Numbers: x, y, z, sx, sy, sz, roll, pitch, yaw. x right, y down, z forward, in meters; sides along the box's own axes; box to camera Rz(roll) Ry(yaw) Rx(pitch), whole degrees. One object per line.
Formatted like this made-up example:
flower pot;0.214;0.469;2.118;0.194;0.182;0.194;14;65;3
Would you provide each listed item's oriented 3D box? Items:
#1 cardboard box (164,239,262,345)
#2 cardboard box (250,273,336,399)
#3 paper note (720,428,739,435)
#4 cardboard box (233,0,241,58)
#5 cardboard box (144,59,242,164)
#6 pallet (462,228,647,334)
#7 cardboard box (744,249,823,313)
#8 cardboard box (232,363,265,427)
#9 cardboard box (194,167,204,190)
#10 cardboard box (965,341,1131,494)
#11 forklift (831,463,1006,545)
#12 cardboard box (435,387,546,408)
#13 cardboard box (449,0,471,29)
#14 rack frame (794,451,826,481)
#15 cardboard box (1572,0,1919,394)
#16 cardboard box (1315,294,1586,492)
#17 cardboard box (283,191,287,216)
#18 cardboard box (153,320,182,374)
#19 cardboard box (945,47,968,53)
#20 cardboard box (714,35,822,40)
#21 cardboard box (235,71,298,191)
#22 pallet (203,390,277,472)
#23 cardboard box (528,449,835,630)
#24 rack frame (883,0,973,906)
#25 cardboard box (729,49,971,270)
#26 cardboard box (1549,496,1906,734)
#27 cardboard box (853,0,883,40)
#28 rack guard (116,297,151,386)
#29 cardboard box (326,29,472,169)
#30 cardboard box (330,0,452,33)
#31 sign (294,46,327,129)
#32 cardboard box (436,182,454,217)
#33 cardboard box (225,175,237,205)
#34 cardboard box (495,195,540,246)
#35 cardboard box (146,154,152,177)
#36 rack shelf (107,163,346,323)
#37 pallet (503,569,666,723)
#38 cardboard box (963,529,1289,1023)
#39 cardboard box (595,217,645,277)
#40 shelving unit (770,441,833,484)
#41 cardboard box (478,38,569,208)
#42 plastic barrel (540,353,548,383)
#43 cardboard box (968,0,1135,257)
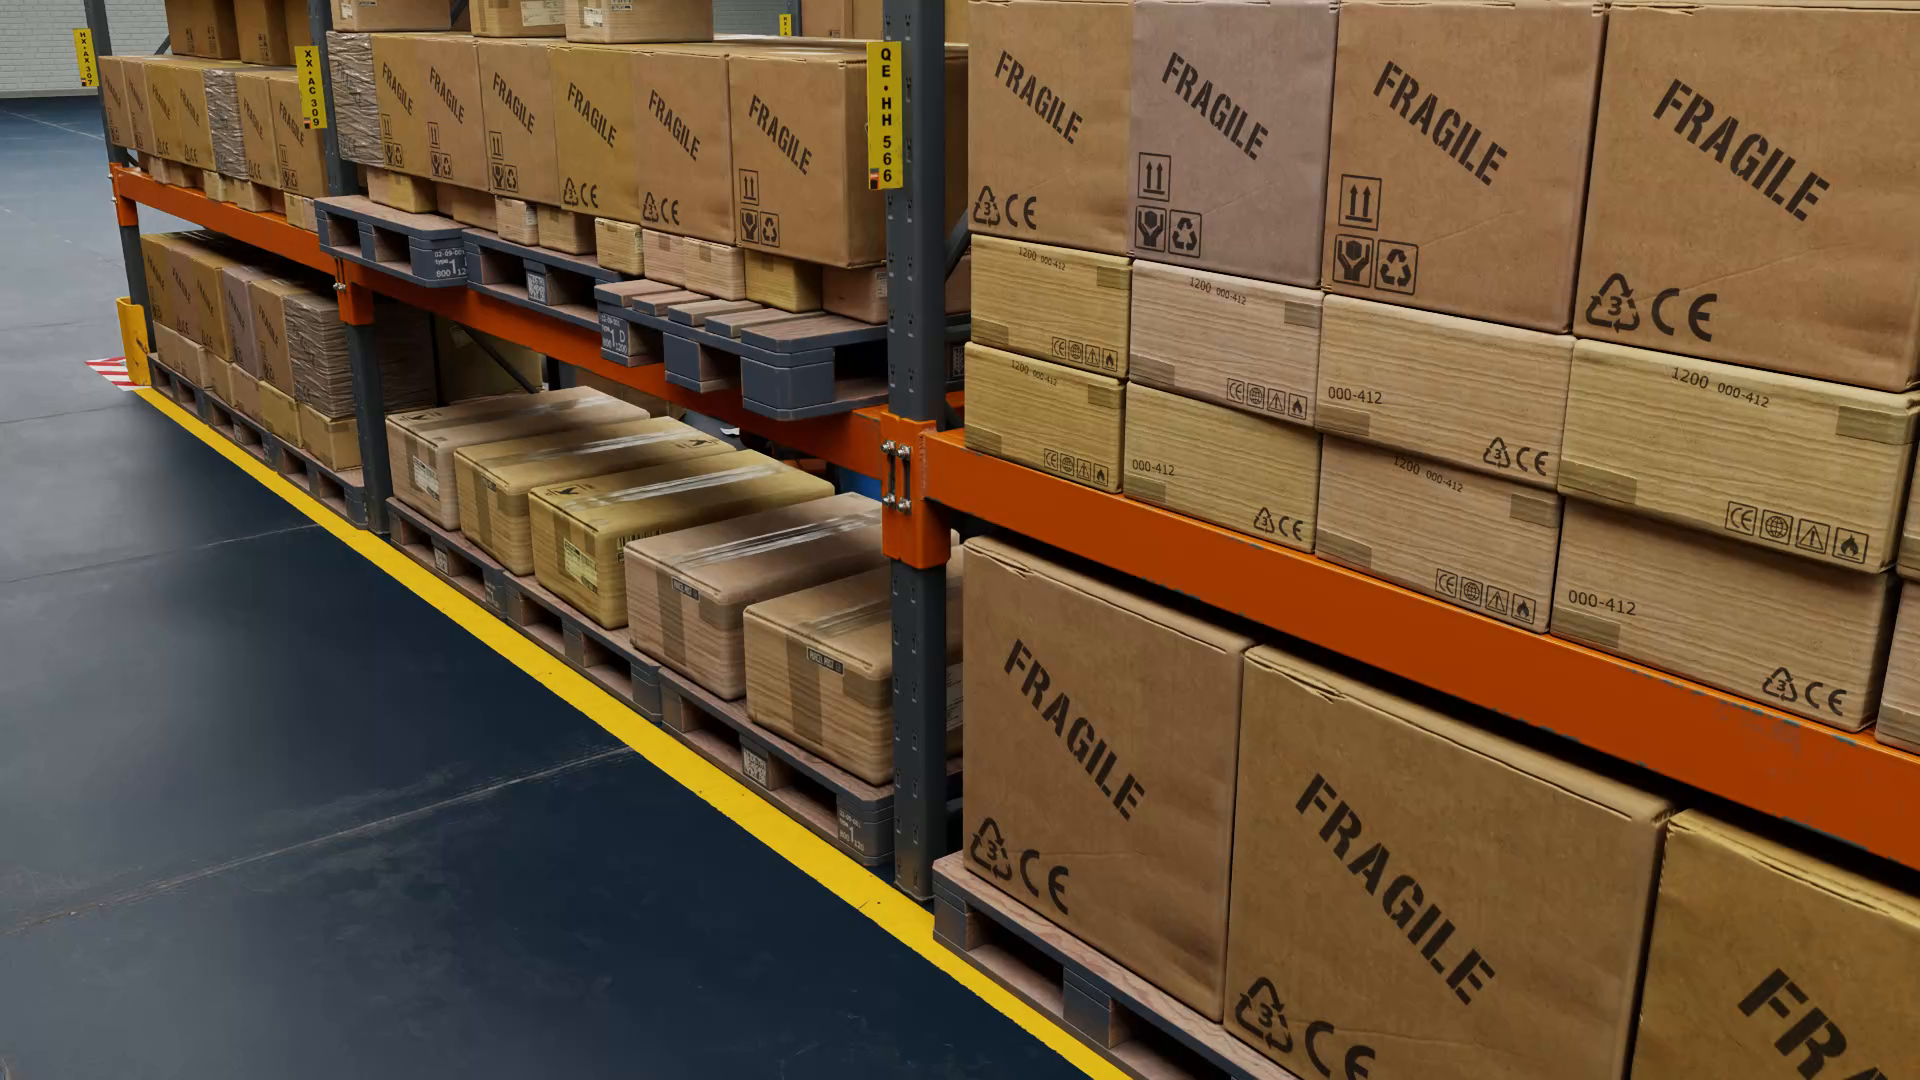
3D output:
cardboard box;-4.088;-1.398;9.326;0.500;0.500;0.500;-15;24;-38
cardboard box;-3.127;-1.017;8.176;0.500;0.500;0.500;-13;23;-35
paper note;-1.224;-0.603;9.135;0.148;0.019;0.142;-14;23;-36
cardboard box;-3.522;-2.883;9.074;0.700;0.500;0.500;-14;23;-37
cardboard box;-3.998;-2.300;8.905;0.500;0.500;0.500;-15;23;-37
pallet;-1.010;-0.952;5.771;1.003;0.211;1.213;-14;23;-36
cardboard box;-0.360;-0.730;4.527;0.380;0.149;0.250;-14;23;-35
cardboard box;-3.461;-0.792;8.688;0.500;0.250;0.500;-14;23;-35
cardboard box;-3.878;-1.968;8.935;0.380;0.149;0.250;-13;22;-34
cardboard box;0.358;-0.322;3.803;0.500;0.250;0.500;-14;23;-37
forklift;0.964;-1.432;7.023;3.031;2.935;1.130;-2;18;-7
cardboard box;-2.387;-0.641;8.233;0.500;0.250;0.500;-15;24;-39
cardboard box;-2.335;-2.363;7.504;0.700;0.500;0.500;-14;23;-37
rack frame;-0.699;-0.582;7.211;0.240;1.200;0.006;-3;19;-8
cardboard box;1.301;-0.540;2.473;0.500;0.500;0.500;-14;23;-35
cardboard box;0.992;-0.304;2.951;0.500;0.250;0.500;-14;23;-36
cardboard box;-2.932;-1.589;7.789;0.380;0.149;0.250;-14;23;-36
cardboard box;-4.432;-1.176;9.848;0.500;0.250;0.500;-14;23;-37
cardboard box;0.153;-1.107;4.635;0.500;0.500;0.500;-15;23;-38
cardboard box;-0.815;-1.489;5.786;0.500;0.500;0.500;-15;24;-38
cardboard box;-3.028;-1.924;7.769;0.500;0.500;0.500;-13;22;-34
pallet;-3.439;-0.685;9.094;1.003;0.211;1.213;-14;23;-36
cardboard box;-1.022;-0.025;6.177;0.950;0.372;0.625;-13;22;-34
rack frame;0.251;-0.563;4.292;1.000;3.000;0.127;-14;23;-36
cardboard box;-0.249;-1.009;4.338;0.500;0.500;0.500;-15;23;-38
cardboard box;1.321;0.052;2.672;0.500;0.250;0.500;-14;23;-36
cardboard box;-0.284;-3.893;12.391;0.875;0.550;0.550;-14;23;-36
rack guard;-4.669;-1.329;10.582;1.175;0.500;0.348;-14;23;-36
cardboard box;-2.166;-1.766;6.622;0.500;0.500;0.500;-13;23;-35
cardboard box;-2.217;-2.060;6.480;0.380;0.149;0.250;-14;23;-36
sign;-2.653;-1.852;6.807;0.100;0.325;0.005;-14;23;-36
cardboard box;-1.753;-1.313;6.288;0.380;0.149;0.250;-12;22;-33
cardboard box;-3.440;-1.768;8.330;0.380;0.149;0.250;-14;23;-37
cardboard box;-1.349;-1.105;5.658;0.380;0.149;0.250;-13;22;-34
cardboard box;-4.398;-2.151;9.485;0.380;0.149;0.250;-15;23;-38
rack shelf;-3.474;-1.700;8.870;1.077;0.370;4.000;-14;23;-36
pallet;-0.986;0.267;6.220;1.003;0.211;1.213;-14;23;-36
cardboard box;0.615;0.432;3.997;0.875;0.875;0.875;-14;23;-37
cardboard box;-0.883;-0.912;5.077;0.380;0.149;0.250;-13;23;-35
shelving unit;-0.685;-0.553;7.125;0.258;1.200;0.189;-3;19;-8
cardboard box;-1.231;-1.393;5.498;0.500;0.500;0.500;-15;24;-38
plastic barrel;-2.247;-1.098;10.005;0.512;0.421;0.421;1;18;2
cardboard box;0.366;-0.916;3.608;0.500;0.500;0.500;-15;23;-38
